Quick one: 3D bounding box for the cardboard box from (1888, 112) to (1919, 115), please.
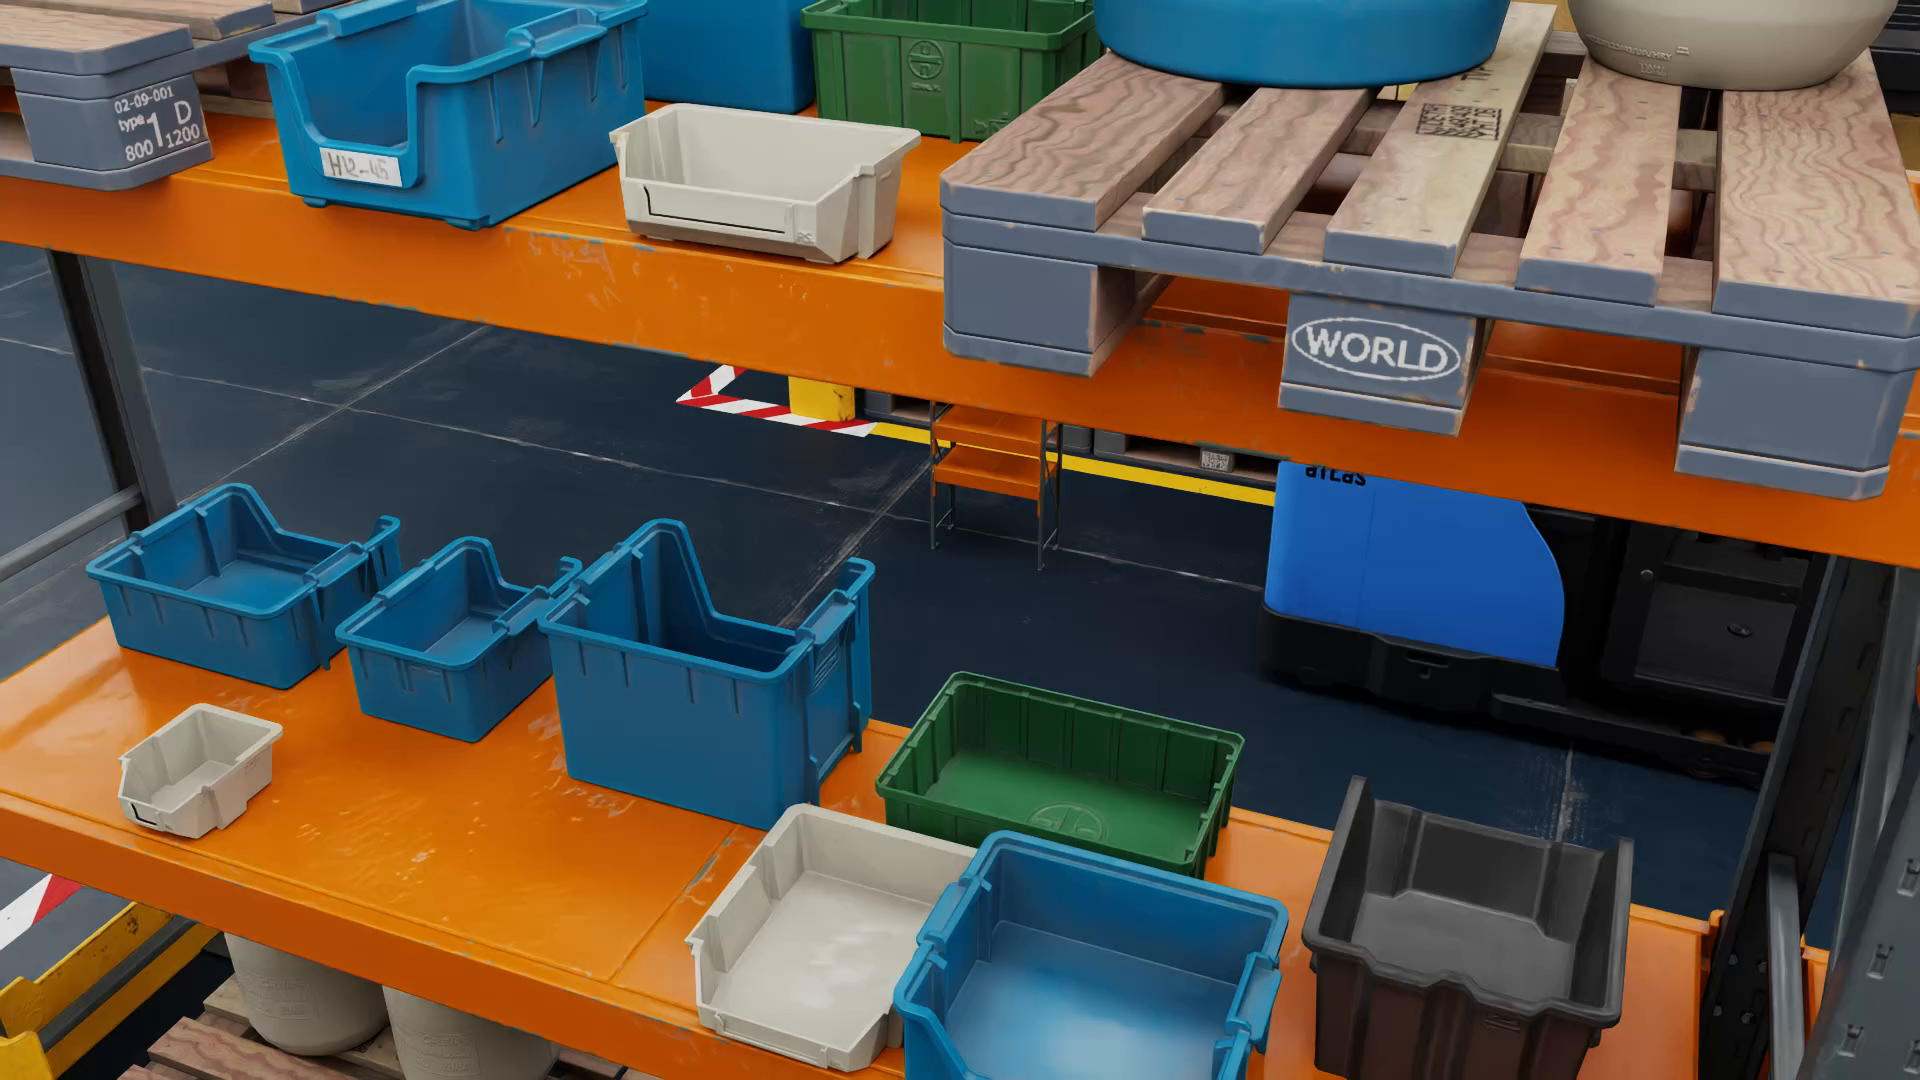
[{"bbox_3d":[6.187,-2.917,10.693,0.500,0.250,0.500,11,31,18],"label":"cardboard box"}]

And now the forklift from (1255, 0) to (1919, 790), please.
[{"bbox_3d":[2.693,-0.710,5.528,3.031,2.935,1.130,11,31,19],"label":"forklift"}]

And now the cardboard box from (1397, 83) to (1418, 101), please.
[{"bbox_3d":[1.955,-1.904,6.809,0.250,0.149,0.380,11,31,19],"label":"cardboard box"}]

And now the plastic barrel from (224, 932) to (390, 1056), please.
[{"bbox_3d":[-1.704,1.069,4.412,0.421,0.512,0.421,0,29,0],"label":"plastic barrel"}]

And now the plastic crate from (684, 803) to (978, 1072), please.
[{"bbox_3d":[-0.236,0.752,3.140,0.437,0.136,0.530,11,31,19],"label":"plastic crate"}]

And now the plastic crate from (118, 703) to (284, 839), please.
[{"bbox_3d":[-1.634,0.509,3.569,0.250,0.136,0.298,11,31,19],"label":"plastic crate"}]

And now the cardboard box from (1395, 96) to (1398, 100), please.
[{"bbox_3d":[1.862,-1.748,7.193,0.500,0.500,0.700,12,32,20],"label":"cardboard box"}]

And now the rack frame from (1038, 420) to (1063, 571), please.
[{"bbox_3d":[0.379,-0.447,6.821,0.015,1.200,0.240,11,31,19],"label":"rack frame"}]

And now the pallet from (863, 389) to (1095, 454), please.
[{"bbox_3d":[0.248,-0.840,8.521,1.213,0.211,1.003,11,31,19],"label":"pallet"}]

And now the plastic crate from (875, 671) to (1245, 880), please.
[{"bbox_3d":[0.212,0.534,3.472,0.662,0.188,0.450,11,31,19],"label":"plastic crate"}]

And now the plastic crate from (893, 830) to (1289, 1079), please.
[{"bbox_3d":[0.236,0.806,2.928,0.616,0.251,0.499,11,31,19],"label":"plastic crate"}]

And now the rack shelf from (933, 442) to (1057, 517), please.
[{"bbox_3d":[0.153,-0.260,7.031,0.480,0.148,0.258,11,31,19],"label":"rack shelf"}]

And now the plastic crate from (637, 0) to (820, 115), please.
[{"bbox_3d":[-0.462,-1.002,2.941,0.575,0.384,0.392,11,31,19],"label":"plastic crate"}]

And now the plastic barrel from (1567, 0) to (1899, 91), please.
[{"bbox_3d":[1.039,-0.885,2.178,0.421,0.512,0.421,0,29,0],"label":"plastic barrel"}]

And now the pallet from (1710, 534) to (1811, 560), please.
[{"bbox_3d":[3.927,-0.104,7.219,1.213,0.211,1.003,11,31,19],"label":"pallet"}]

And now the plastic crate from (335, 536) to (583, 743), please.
[{"bbox_3d":[-1.167,0.225,3.954,0.408,0.251,0.499,11,31,19],"label":"plastic crate"}]

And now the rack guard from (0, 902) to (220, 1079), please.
[{"bbox_3d":[-2.254,1.163,4.685,0.348,0.500,1.175,11,31,19],"label":"rack guard"}]

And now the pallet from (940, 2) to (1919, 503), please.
[{"bbox_3d":[0.659,-0.491,2.213,1.003,0.211,1.213,11,31,19],"label":"pallet"}]

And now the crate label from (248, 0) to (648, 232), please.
[{"bbox_3d":[-0.732,-0.662,2.476,0.408,0.251,0.502,11,31,19],"label":"crate label"}]

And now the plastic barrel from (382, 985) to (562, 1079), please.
[{"bbox_3d":[-1.239,1.162,4.248,0.421,0.512,0.421,0,29,0],"label":"plastic barrel"}]

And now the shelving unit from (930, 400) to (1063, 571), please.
[{"bbox_3d":[0.153,-0.492,6.901,0.503,1.200,0.258,11,31,19],"label":"shelving unit"}]

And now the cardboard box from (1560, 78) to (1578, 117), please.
[{"bbox_3d":[2.425,-1.809,6.640,0.250,0.149,0.380,10,31,18],"label":"cardboard box"}]

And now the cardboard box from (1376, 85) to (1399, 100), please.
[{"bbox_3d":[1.721,-1.950,6.891,0.250,0.149,0.380,12,32,21],"label":"cardboard box"}]

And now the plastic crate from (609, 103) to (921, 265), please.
[{"bbox_3d":[-0.275,-0.482,2.274,0.396,0.136,0.243,11,31,19],"label":"plastic crate"}]

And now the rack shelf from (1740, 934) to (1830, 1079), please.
[{"bbox_3d":[3.217,1.505,2.270,4.000,0.370,1.077,11,31,19],"label":"rack shelf"}]

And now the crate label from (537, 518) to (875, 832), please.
[{"bbox_3d":[-0.535,0.284,3.664,0.616,0.435,0.502,11,31,19],"label":"crate label"}]

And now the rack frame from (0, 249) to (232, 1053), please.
[{"bbox_3d":[-2.342,0.082,4.057,0.127,3.000,1.000,11,31,19],"label":"rack frame"}]

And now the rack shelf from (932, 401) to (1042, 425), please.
[{"bbox_3d":[0.153,-0.628,6.824,0.480,0.148,0.258,11,31,19],"label":"rack shelf"}]

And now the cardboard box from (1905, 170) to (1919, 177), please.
[{"bbox_3d":[3.703,-1.300,6.653,0.500,0.250,0.500,13,32,22],"label":"cardboard box"}]

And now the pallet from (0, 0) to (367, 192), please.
[{"bbox_3d":[-1.613,-0.944,3.016,1.213,0.211,1.003,11,31,19],"label":"pallet"}]

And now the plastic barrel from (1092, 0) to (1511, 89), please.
[{"bbox_3d":[0.482,-1.118,2.195,0.708,0.901,0.600,11,31,19],"label":"plastic barrel"}]

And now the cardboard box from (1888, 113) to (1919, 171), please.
[{"bbox_3d":[6.275,-2.597,10.890,0.500,0.500,0.700,11,31,18],"label":"cardboard box"}]

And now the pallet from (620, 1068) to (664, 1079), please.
[{"bbox_3d":[-0.377,1.668,4.085,1.213,0.211,1.003,11,31,19],"label":"pallet"}]

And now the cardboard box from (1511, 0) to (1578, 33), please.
[{"bbox_3d":[2.348,-2.216,6.703,0.500,0.500,0.700,11,31,19],"label":"cardboard box"}]

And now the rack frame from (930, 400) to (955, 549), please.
[{"bbox_3d":[-0.073,-0.537,6.980,0.015,1.200,0.240,11,31,19],"label":"rack frame"}]

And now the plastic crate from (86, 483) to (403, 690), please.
[{"bbox_3d":[-1.766,0.103,4.171,0.616,0.251,0.499,11,31,19],"label":"plastic crate"}]

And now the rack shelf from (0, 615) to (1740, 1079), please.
[{"bbox_3d":[-0.489,0.765,3.579,4.000,0.370,1.077,11,31,19],"label":"rack shelf"}]

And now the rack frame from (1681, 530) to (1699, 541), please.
[{"bbox_3d":[3.230,-1.436,6.742,0.127,3.000,1.000,11,31,19],"label":"rack frame"}]

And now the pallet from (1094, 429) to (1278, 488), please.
[{"bbox_3d":[1.374,-0.613,8.120,1.213,0.211,1.003,11,31,19],"label":"pallet"}]

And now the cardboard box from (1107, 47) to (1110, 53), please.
[{"bbox_3d":[0.763,-2.141,7.229,0.250,0.149,0.380,10,31,17],"label":"cardboard box"}]

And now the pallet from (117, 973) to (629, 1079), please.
[{"bbox_3d":[-1.504,1.441,4.486,1.213,0.211,1.003,11,31,19],"label":"pallet"}]

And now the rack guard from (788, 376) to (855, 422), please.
[{"bbox_3d":[-0.499,-1.092,8.674,0.348,0.500,1.175,11,31,19],"label":"rack guard"}]

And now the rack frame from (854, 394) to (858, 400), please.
[{"bbox_3d":[-0.477,-2.176,8.052,0.127,3.000,1.000,11,31,19],"label":"rack frame"}]

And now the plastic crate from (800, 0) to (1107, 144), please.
[{"bbox_3d":[0.004,-0.808,2.798,0.450,0.188,0.336,11,31,19],"label":"plastic crate"}]

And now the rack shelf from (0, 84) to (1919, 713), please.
[{"bbox_3d":[-0.489,-0.541,2.841,4.000,0.370,1.077,11,31,19],"label":"rack shelf"}]

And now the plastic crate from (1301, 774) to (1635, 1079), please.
[{"bbox_3d":[0.927,0.694,3.037,0.504,0.338,0.767,11,31,19],"label":"plastic crate"}]

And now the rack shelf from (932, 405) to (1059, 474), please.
[{"bbox_3d":[0.153,-0.433,6.934,0.480,0.148,0.258,11,31,19],"label":"rack shelf"}]
